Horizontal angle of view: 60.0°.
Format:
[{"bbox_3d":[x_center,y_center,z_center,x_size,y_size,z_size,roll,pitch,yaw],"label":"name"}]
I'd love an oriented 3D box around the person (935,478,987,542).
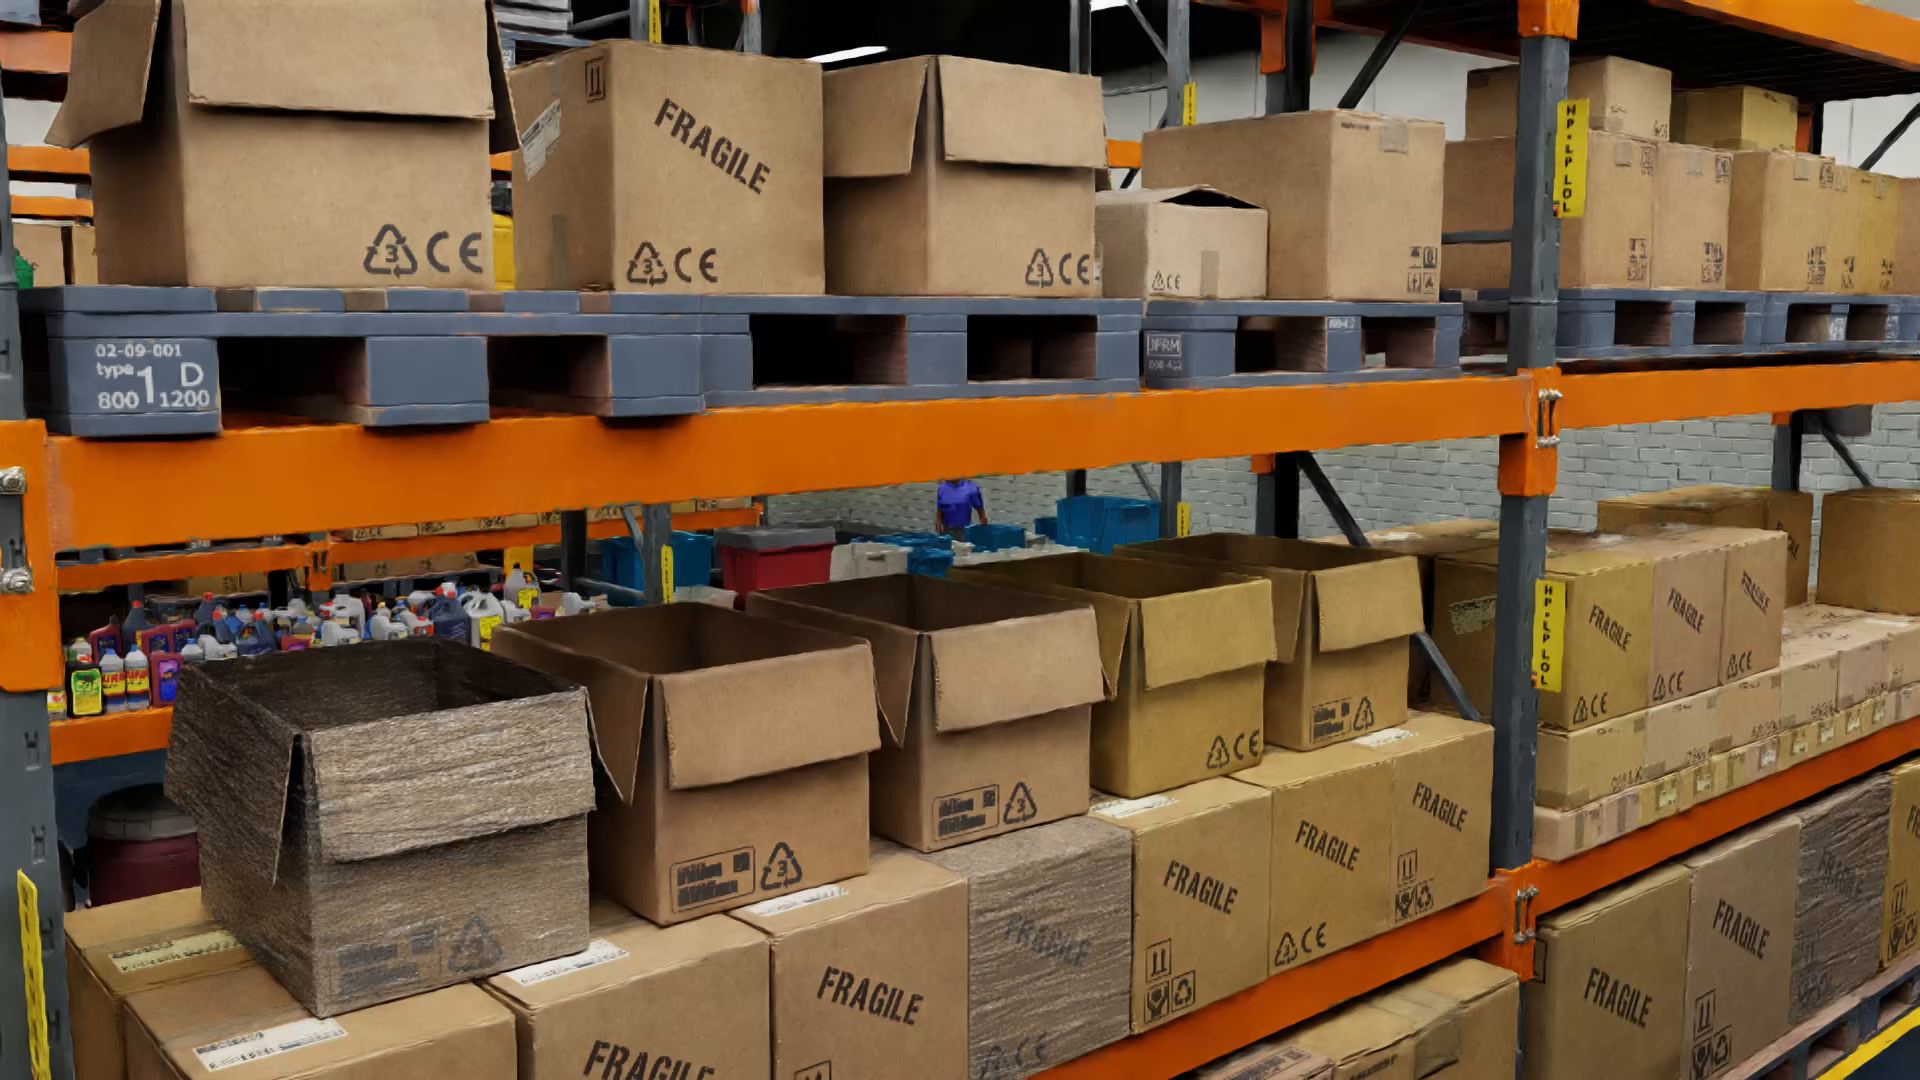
[{"bbox_3d":[0.024,-0.023,16.458,0.578,1.626,0.686,4,8,26],"label":"person"}]
